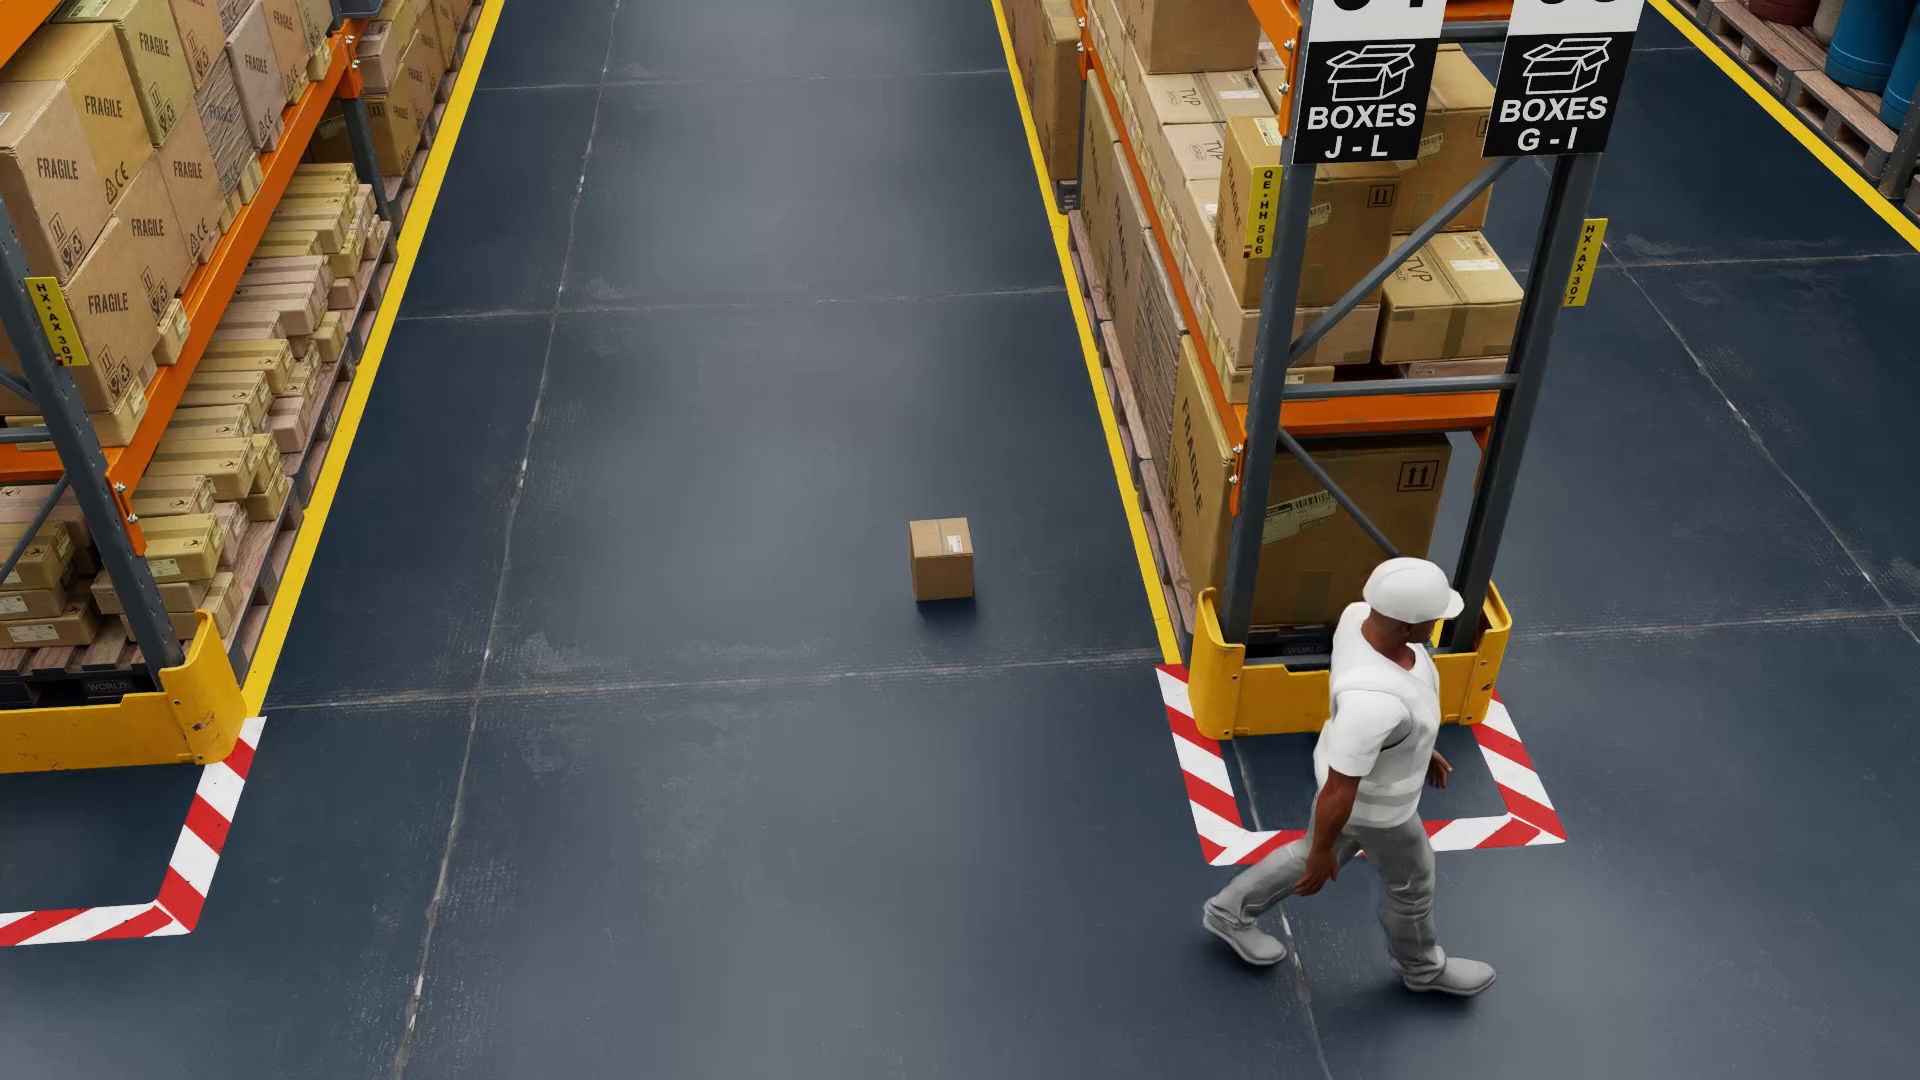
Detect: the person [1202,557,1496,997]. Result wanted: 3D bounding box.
[{"bbox_3d":[1.319,0.776,5.186,0.983,1.727,0.657,4,39,5],"label":"person"}]
